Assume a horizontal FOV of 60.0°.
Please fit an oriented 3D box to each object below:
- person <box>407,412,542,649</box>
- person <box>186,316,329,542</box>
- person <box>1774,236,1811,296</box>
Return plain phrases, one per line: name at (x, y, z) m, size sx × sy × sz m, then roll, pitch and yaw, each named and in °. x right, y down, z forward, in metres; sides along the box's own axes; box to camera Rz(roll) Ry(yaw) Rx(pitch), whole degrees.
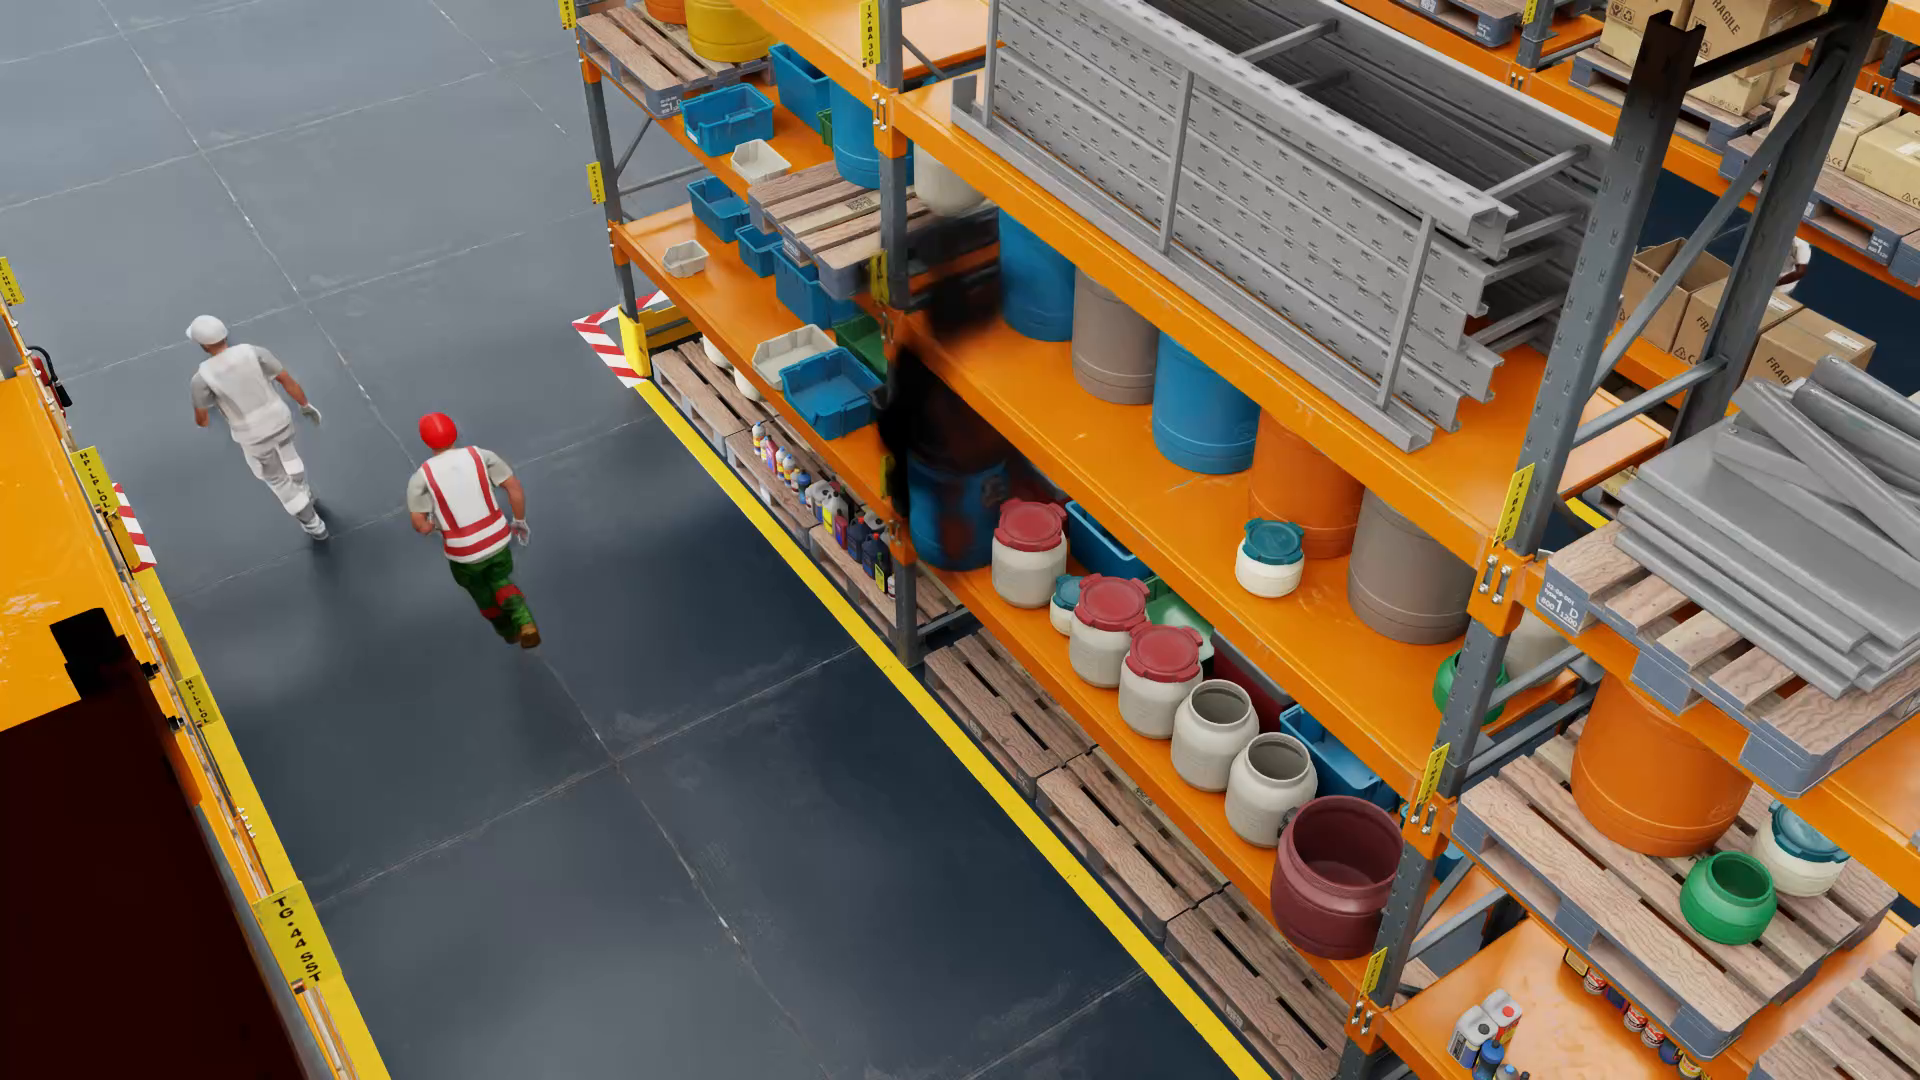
person at (-2.887, 0.064, 10.026) m, size 0.646 × 1.724 × 0.857 m, roll -32°, pitch 51°, yaw -30°
person at (-4.779, -0.774, 11.330) m, size 0.763 × 1.713 × 0.710 m, roll 33°, pitch 52°, yaw 31°
person at (6.199, -1.921, 12.623) m, size 0.889 × 1.708 × 0.581 m, roll 32°, pitch 52°, yaw 30°
